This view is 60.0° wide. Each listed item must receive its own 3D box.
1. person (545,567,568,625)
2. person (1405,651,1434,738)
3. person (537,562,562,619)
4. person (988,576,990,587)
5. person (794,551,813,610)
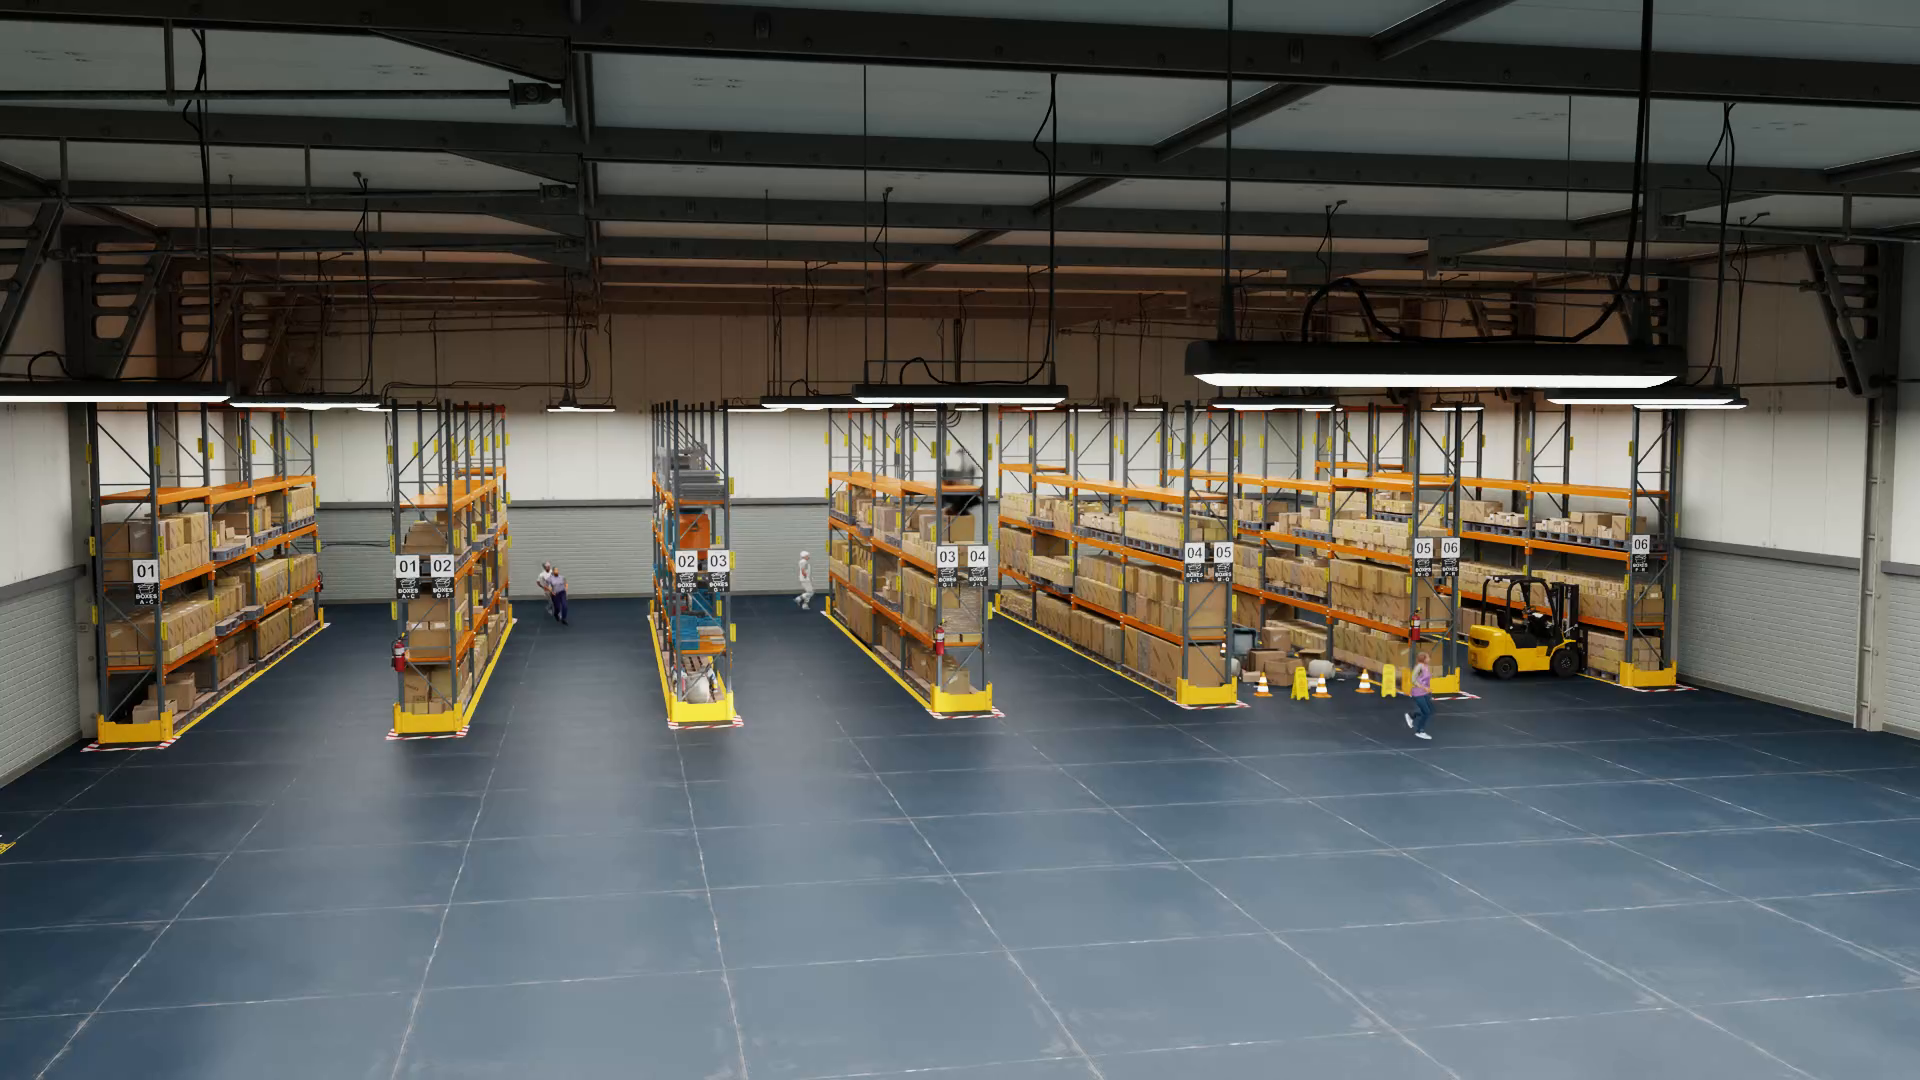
[{"bbox_3d":[-11.000,1.523,45.425,0.633,1.578,0.602,-3,5,-32],"label":"person"},{"bbox_3d":[8.129,2.737,29.460,0.530,1.558,0.553,3,6,39],"label":"person"},{"bbox_3d":[-11.539,1.408,46.602,0.817,1.644,0.632,4,6,42],"label":"person"},{"bbox_3d":[0.492,1.440,45.623,0.683,1.678,0.743,0,4,-5],"label":"person"},{"bbox_3d":[-4.586,1.197,48.628,0.568,1.740,0.657,-1,4,-15],"label":"person"}]
